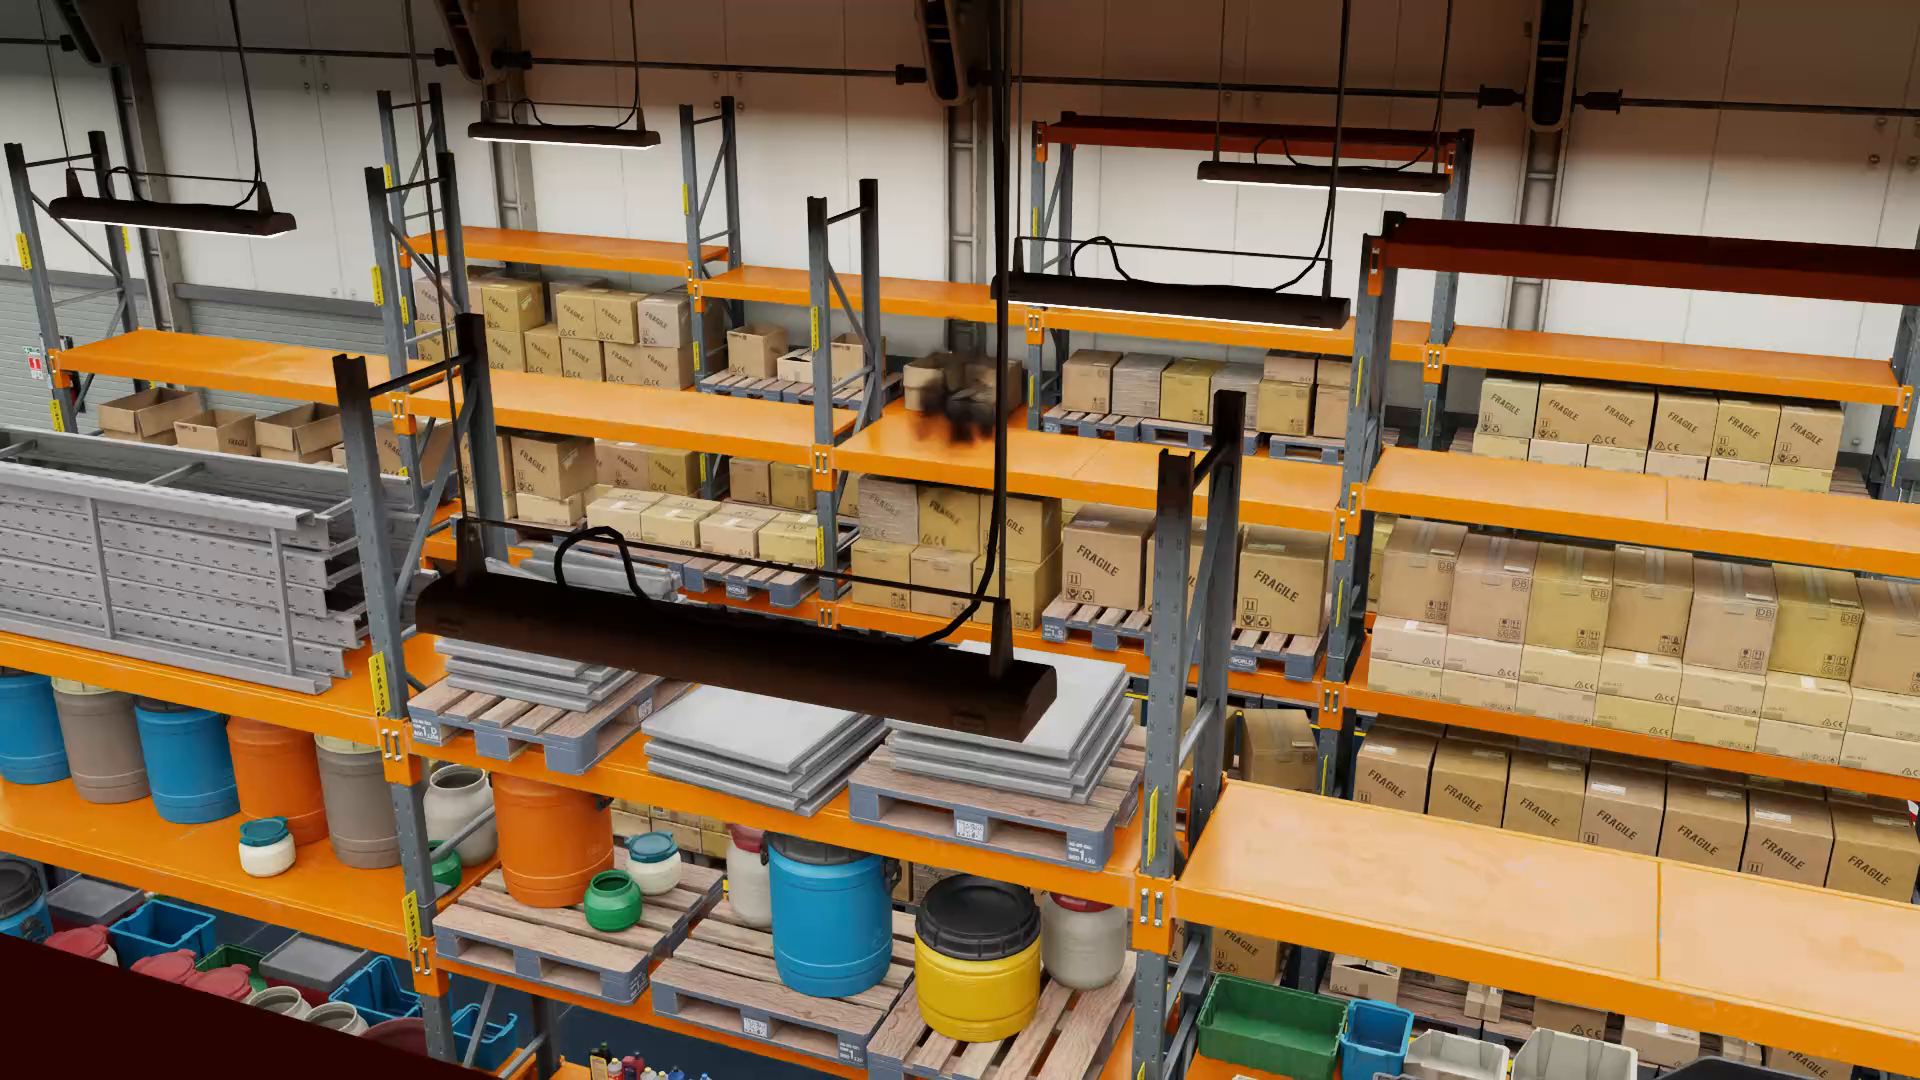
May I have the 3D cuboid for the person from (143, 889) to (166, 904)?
[{"bbox_3d":[-6.321,2.692,12.871,0.586,1.741,0.636,9,23,23],"label":"person"}]
